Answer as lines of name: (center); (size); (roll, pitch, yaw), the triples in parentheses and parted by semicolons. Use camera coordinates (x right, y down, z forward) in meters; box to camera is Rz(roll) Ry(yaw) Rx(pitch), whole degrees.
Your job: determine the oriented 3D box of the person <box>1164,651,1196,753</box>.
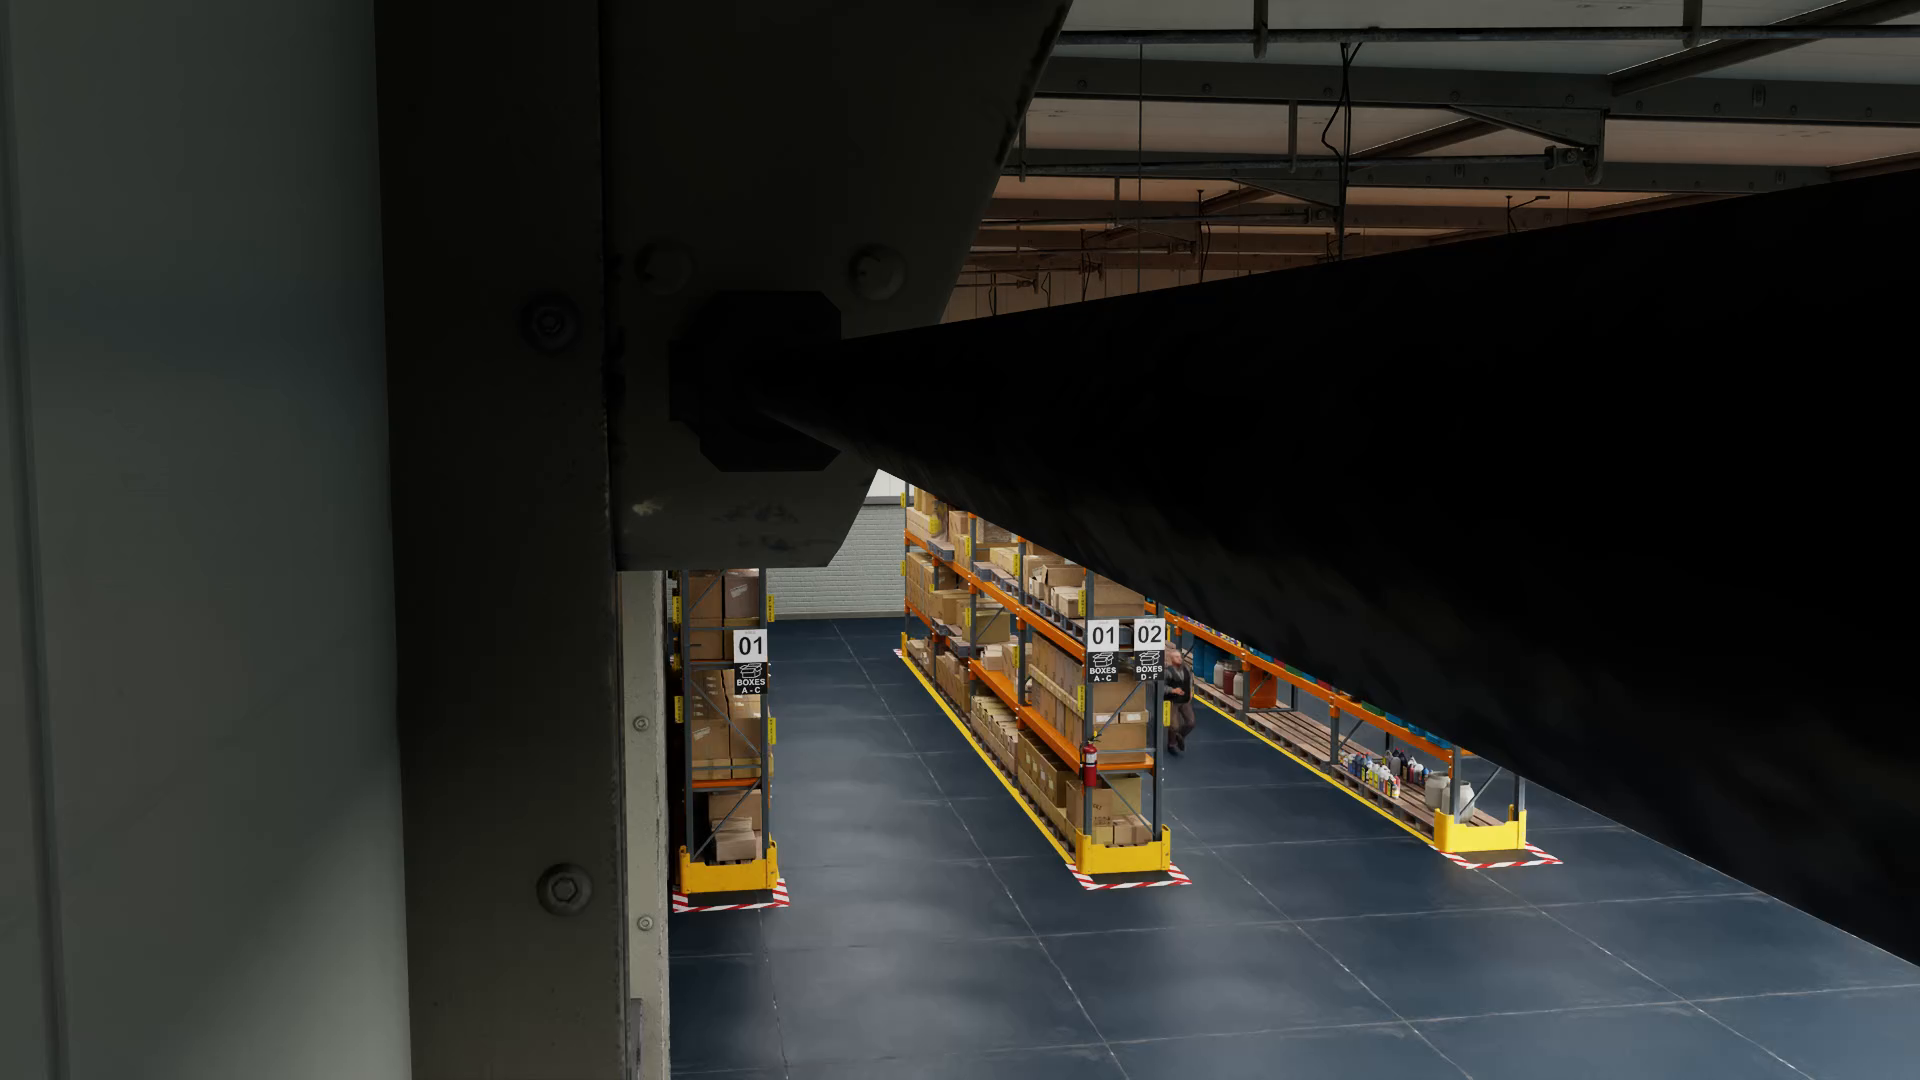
person: (3.574, 2.663, 27.159); (0.711, 1.692, 0.583); (-3, 6, -23)
